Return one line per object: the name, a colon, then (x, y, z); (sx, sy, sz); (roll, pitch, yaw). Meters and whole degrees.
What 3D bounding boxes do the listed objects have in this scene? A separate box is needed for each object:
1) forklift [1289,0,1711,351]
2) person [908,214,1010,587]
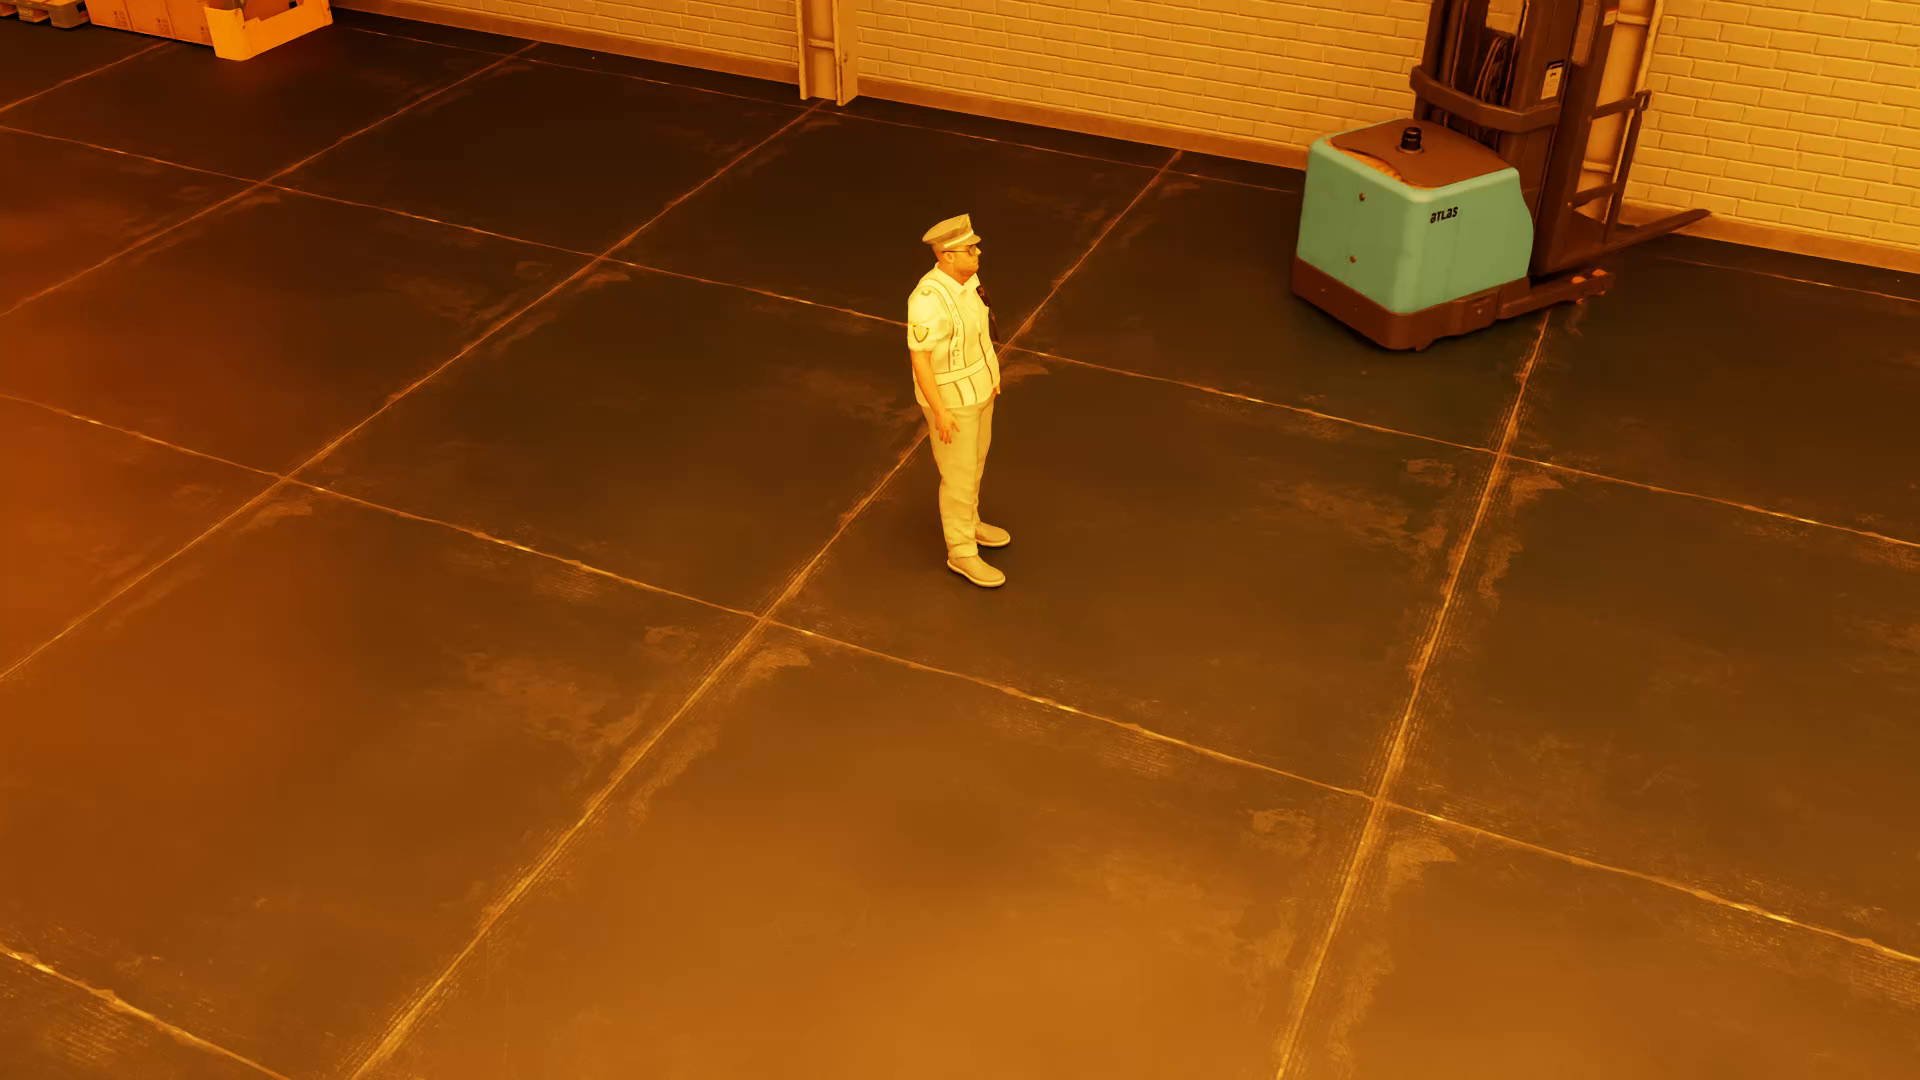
forklift: (3.665, -2.974, 10.256); (3.031, 2.935, 1.130); (-19, 40, -24)
person: (0.065, -0.706, 8.054); (0.575, 1.781, 0.640); (15, 38, 20)
